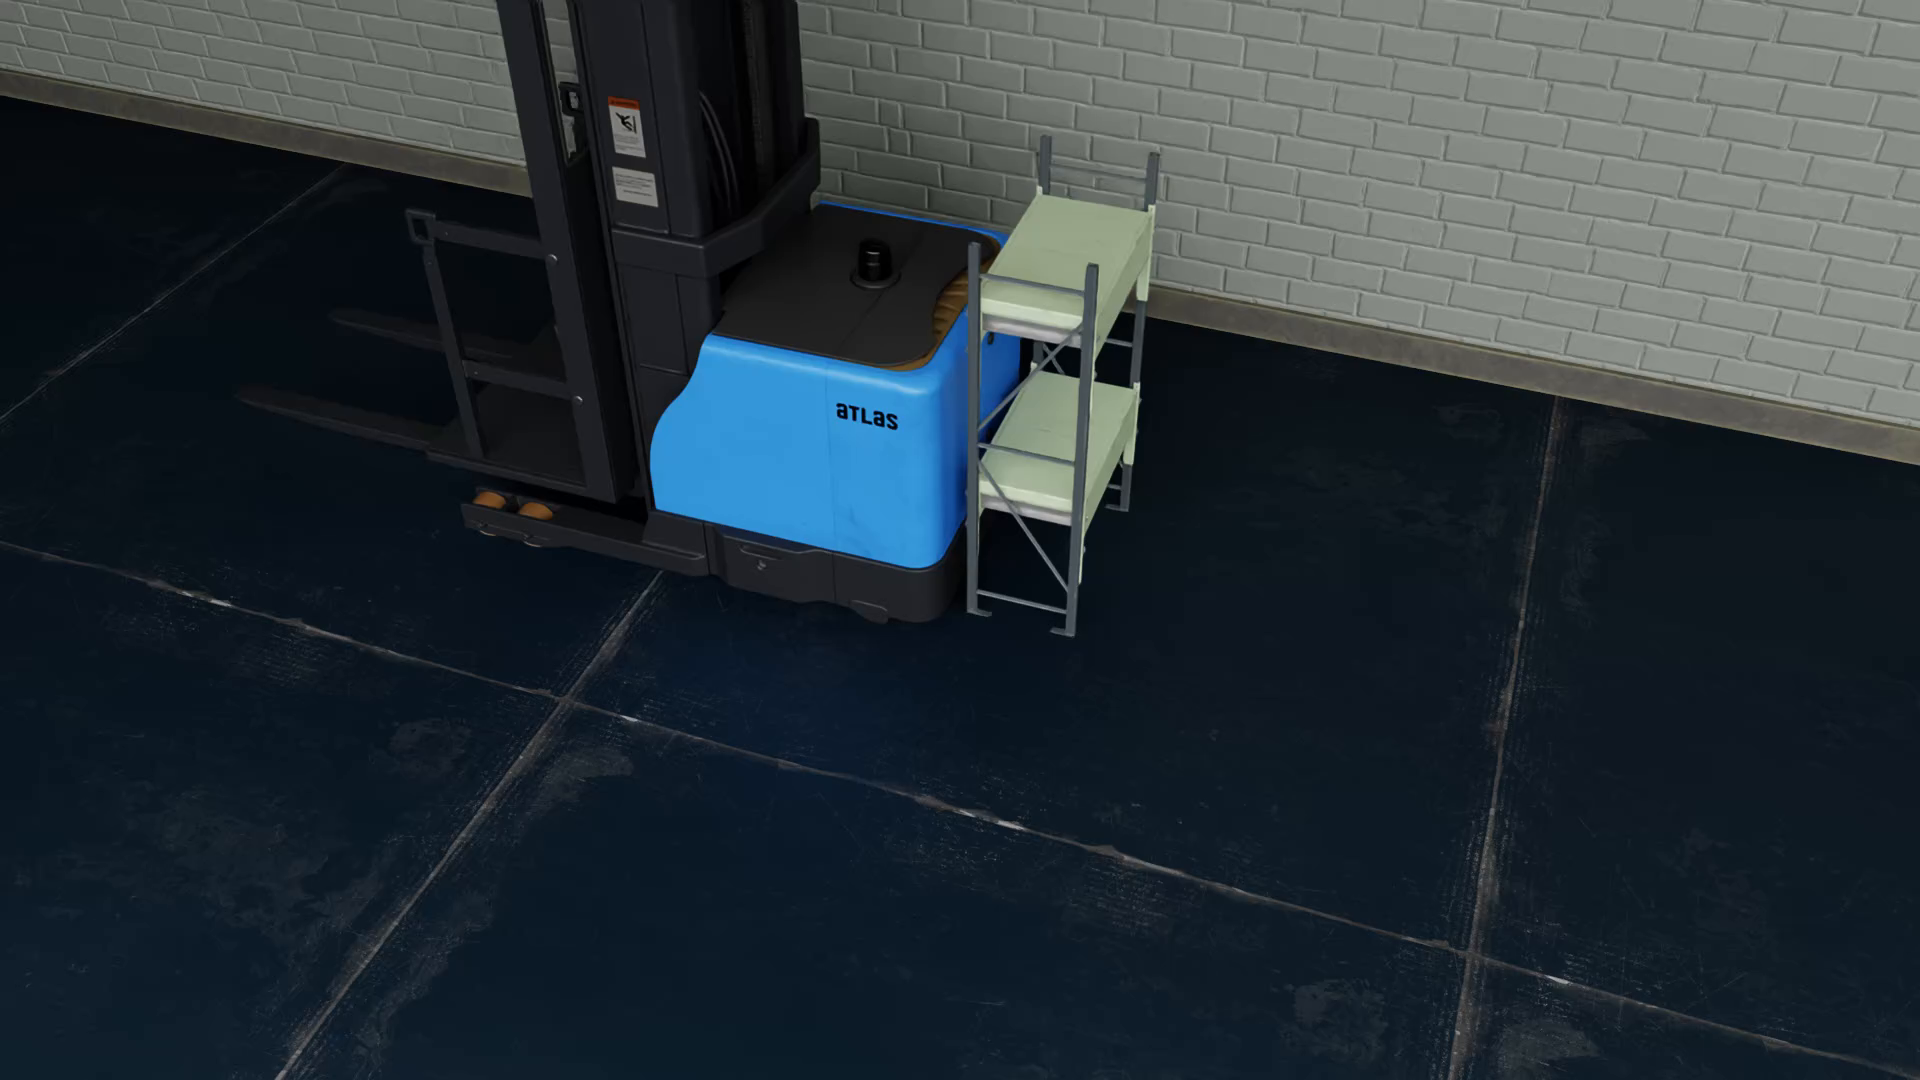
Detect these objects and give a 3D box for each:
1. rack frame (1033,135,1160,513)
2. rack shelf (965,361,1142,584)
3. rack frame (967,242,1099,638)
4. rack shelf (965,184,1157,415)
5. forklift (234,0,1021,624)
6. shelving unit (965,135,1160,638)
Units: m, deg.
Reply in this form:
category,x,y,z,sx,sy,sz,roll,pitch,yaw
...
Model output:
category,x,y,z,sx,sy,sz,roll,pitch,yaw
rack frame,0.458,-0.724,5.943,0.400,1.500,0.023,13,42,15
rack shelf,0.337,-0.252,5.892,0.431,0.370,0.720,13,42,15
rack frame,0.217,-0.276,5.418,0.400,1.500,0.023,13,42,15
rack shelf,0.337,-0.797,5.427,0.431,0.370,0.720,13,42,15
forklift,-1.338,-1.398,5.630,3.031,2.935,1.130,13,42,15
shelving unit,0.337,-0.500,5.681,0.431,1.500,0.755,13,42,15
